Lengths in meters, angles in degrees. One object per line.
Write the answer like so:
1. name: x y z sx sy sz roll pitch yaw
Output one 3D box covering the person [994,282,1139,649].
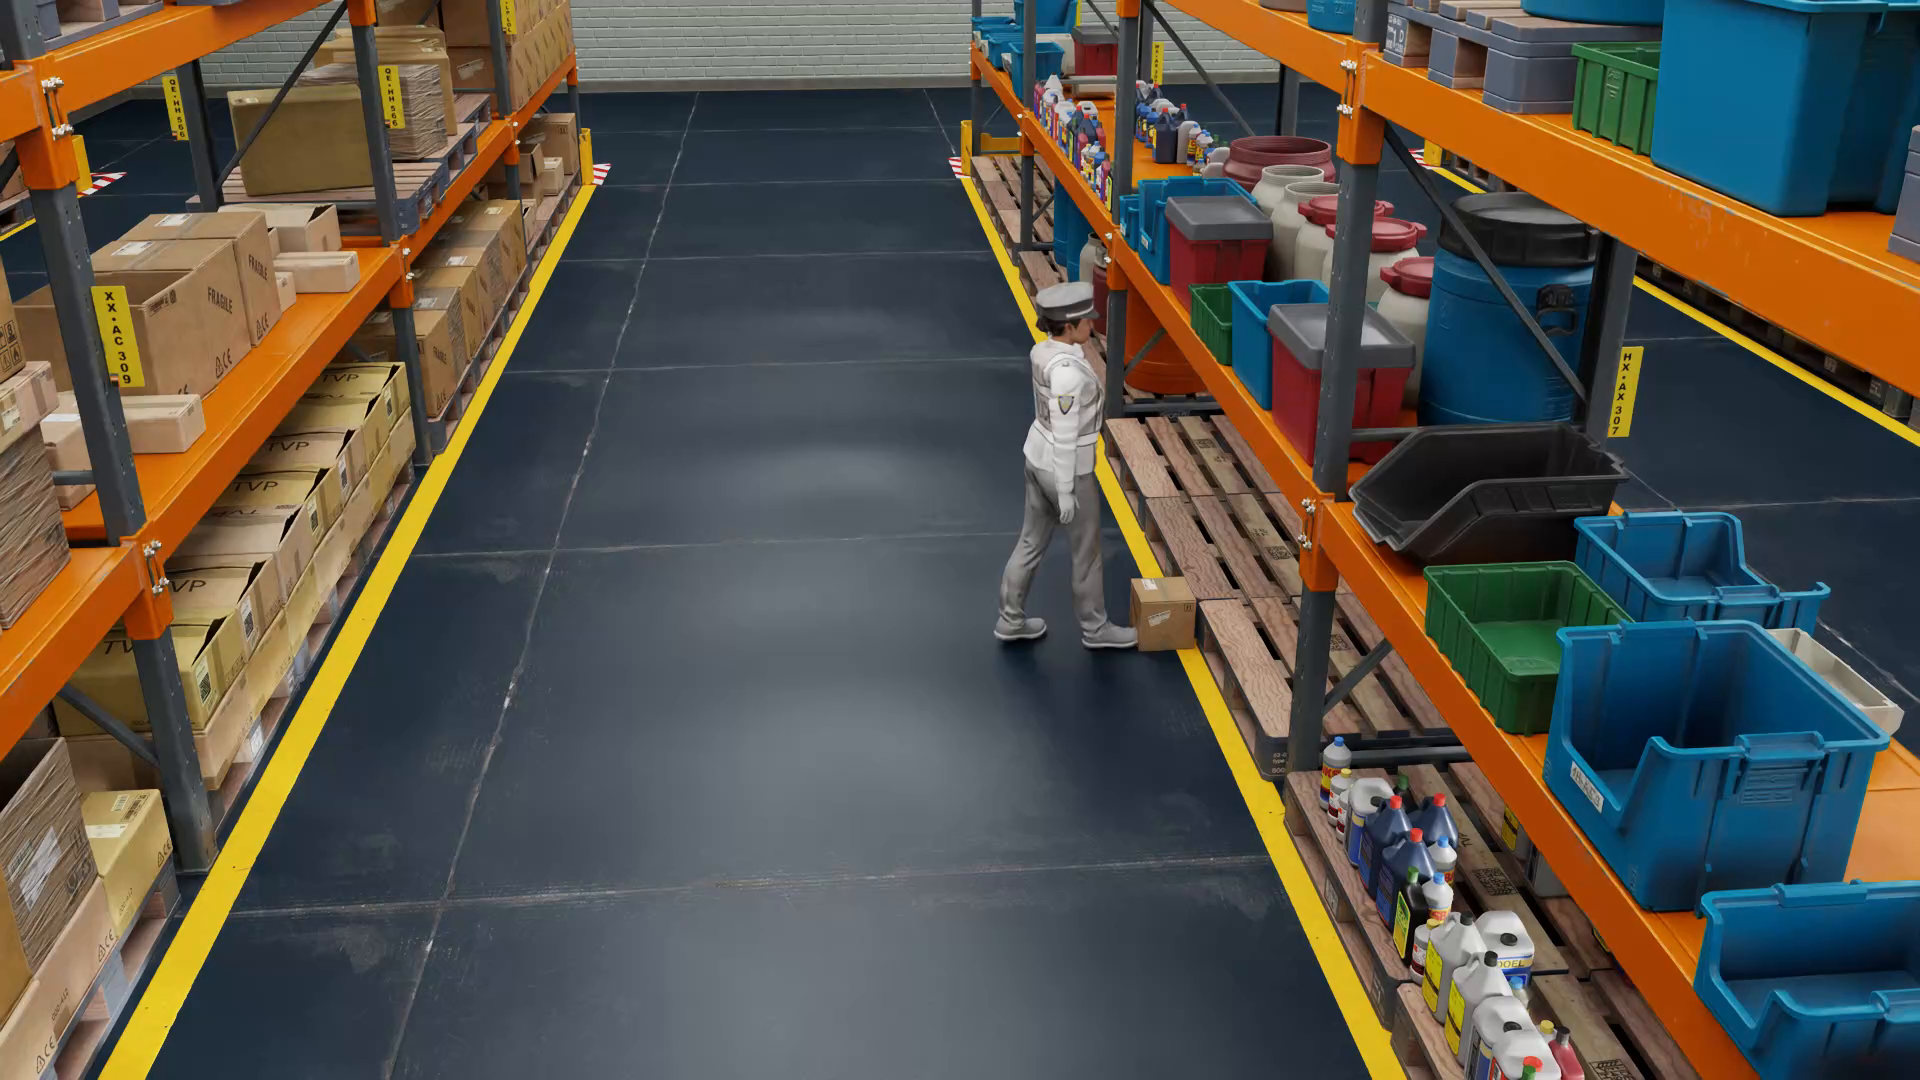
1. person: 0.483 -0.311 7.266 0.664 1.663 0.500 -7 25 -15
